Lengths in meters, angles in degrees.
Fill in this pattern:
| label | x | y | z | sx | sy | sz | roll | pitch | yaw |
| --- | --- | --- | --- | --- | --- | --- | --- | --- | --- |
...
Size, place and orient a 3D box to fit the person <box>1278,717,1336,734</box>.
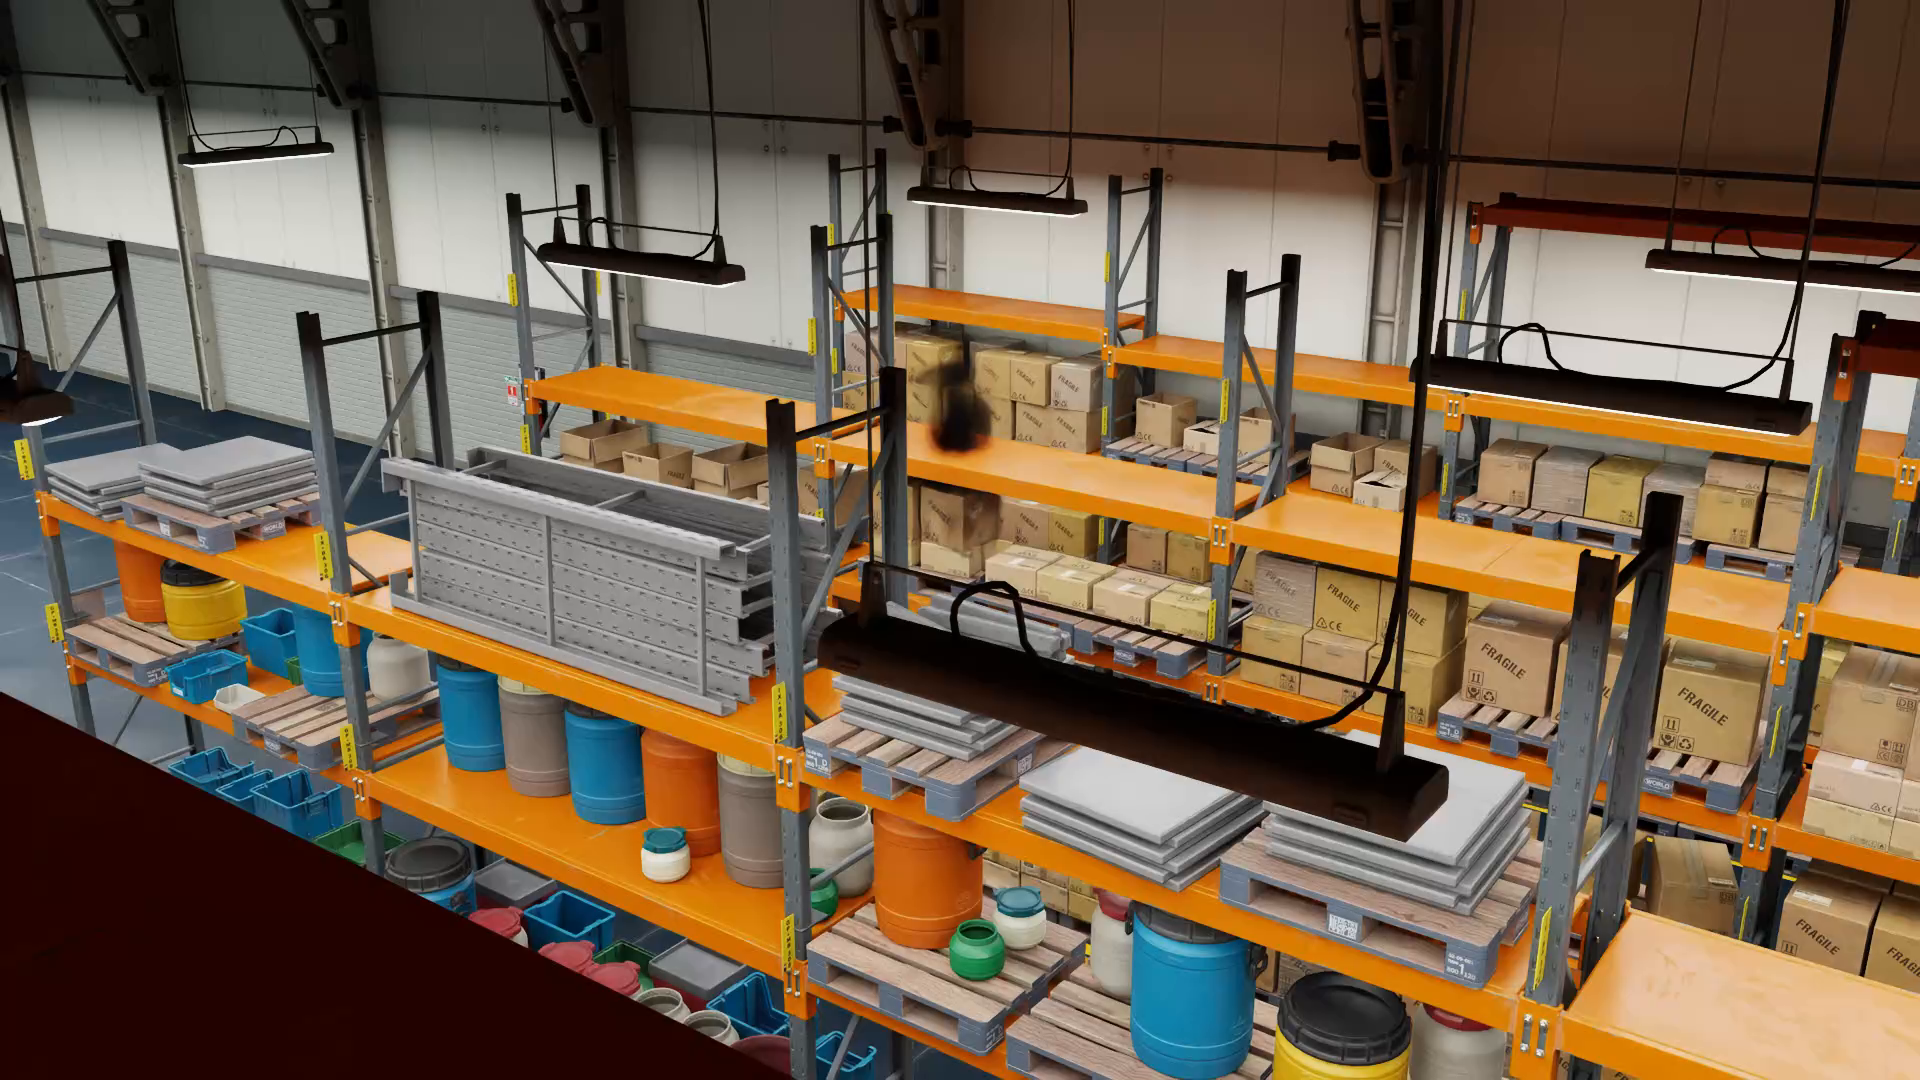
| label | x | y | z | sx | sy | sz | roll | pitch | yaw |
| --- | --- | --- | --- | --- | --- | --- | --- | --- | --- |
| person | 3.430 | 2.068 | 16.285 | 0.685 | 1.718 | 0.587 | 9 | 20 | 24 |
